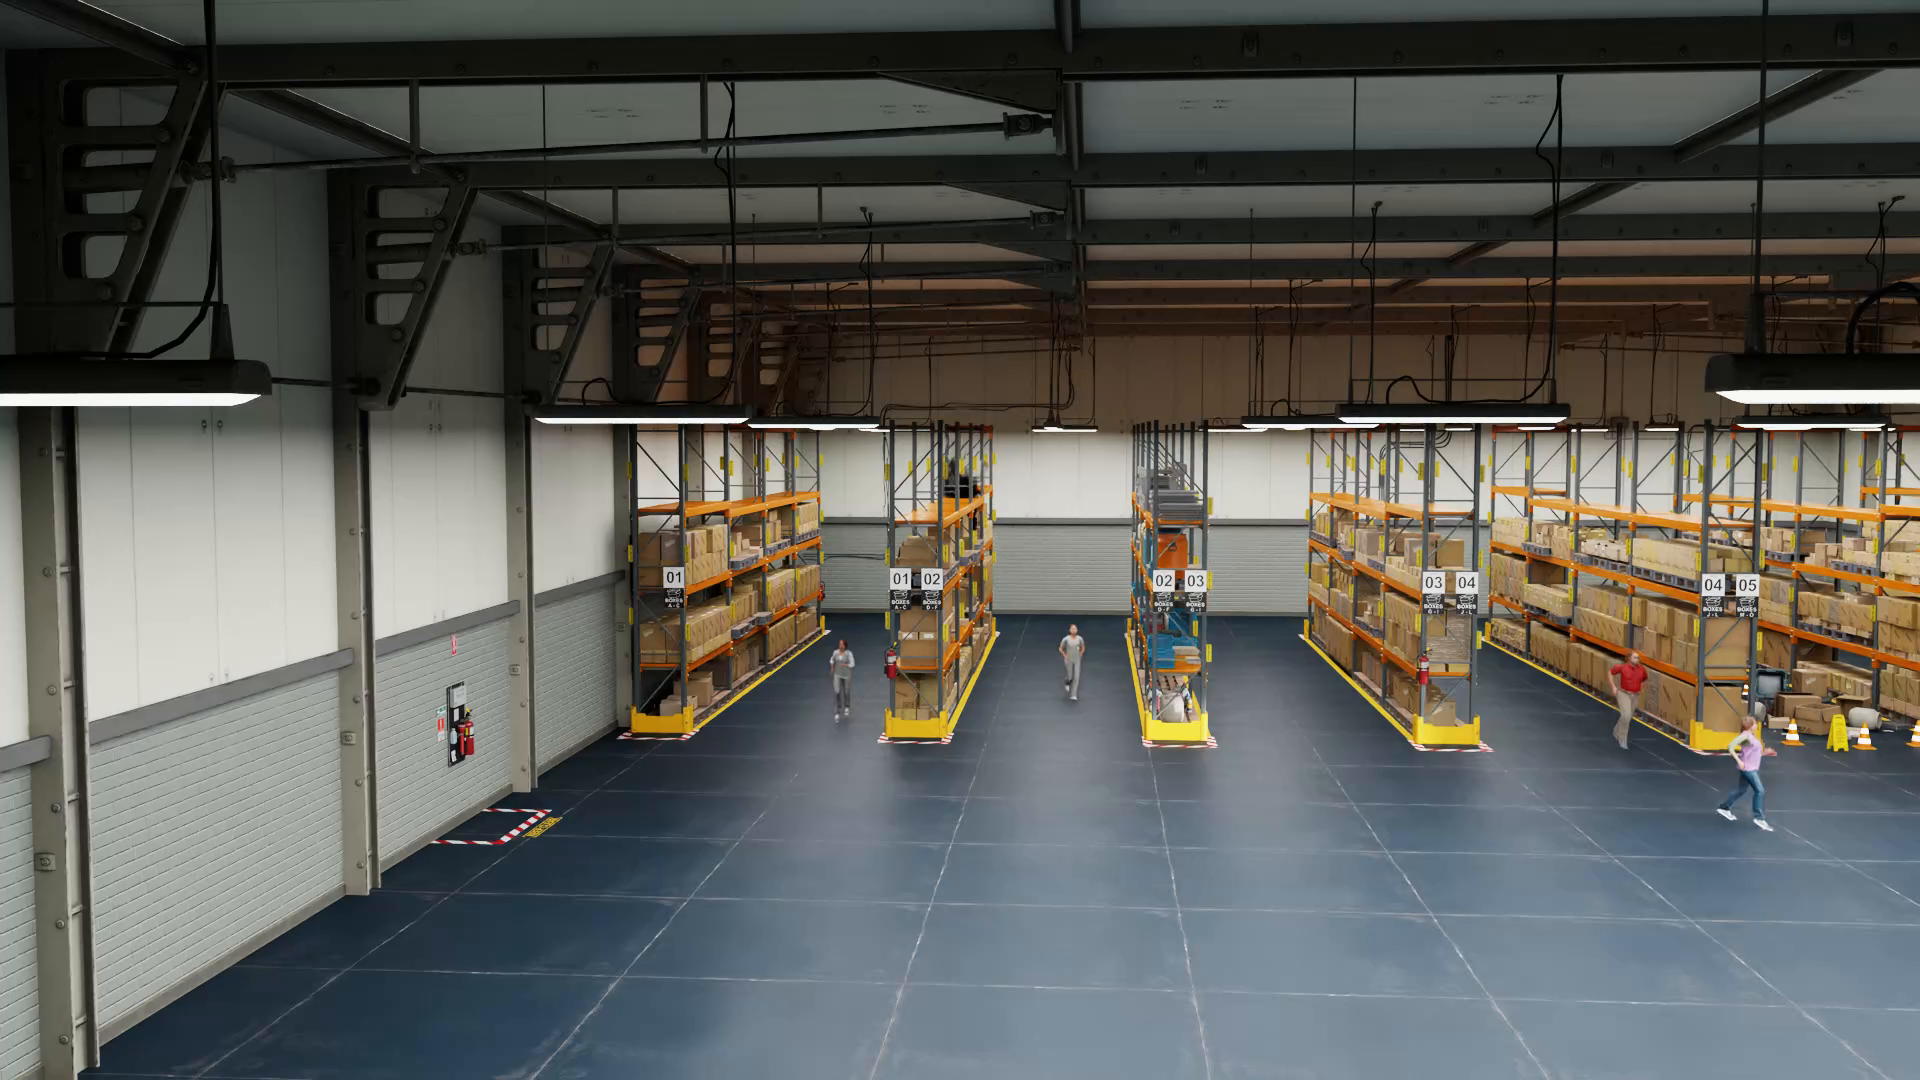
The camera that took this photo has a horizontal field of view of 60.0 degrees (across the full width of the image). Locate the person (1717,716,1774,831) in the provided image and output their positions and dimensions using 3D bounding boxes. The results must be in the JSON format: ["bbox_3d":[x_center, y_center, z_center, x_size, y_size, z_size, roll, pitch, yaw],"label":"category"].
[{"bbox_3d":[11.466,3.372,24.256,0.759,1.632,0.516,2,4,34],"label":"person"}]

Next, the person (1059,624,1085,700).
[{"bbox_3d":[2.443,2.627,35.987,0.582,1.635,0.765,-1,4,-10],"label":"person"}]

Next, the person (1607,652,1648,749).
[{"bbox_3d":[12.365,2.942,30.737,0.667,1.780,0.784,-1,4,-10],"label":"person"}]

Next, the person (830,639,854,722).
[{"bbox_3d":[-2.367,2.793,33.437,0.515,1.634,0.760,0,4,2],"label":"person"}]
